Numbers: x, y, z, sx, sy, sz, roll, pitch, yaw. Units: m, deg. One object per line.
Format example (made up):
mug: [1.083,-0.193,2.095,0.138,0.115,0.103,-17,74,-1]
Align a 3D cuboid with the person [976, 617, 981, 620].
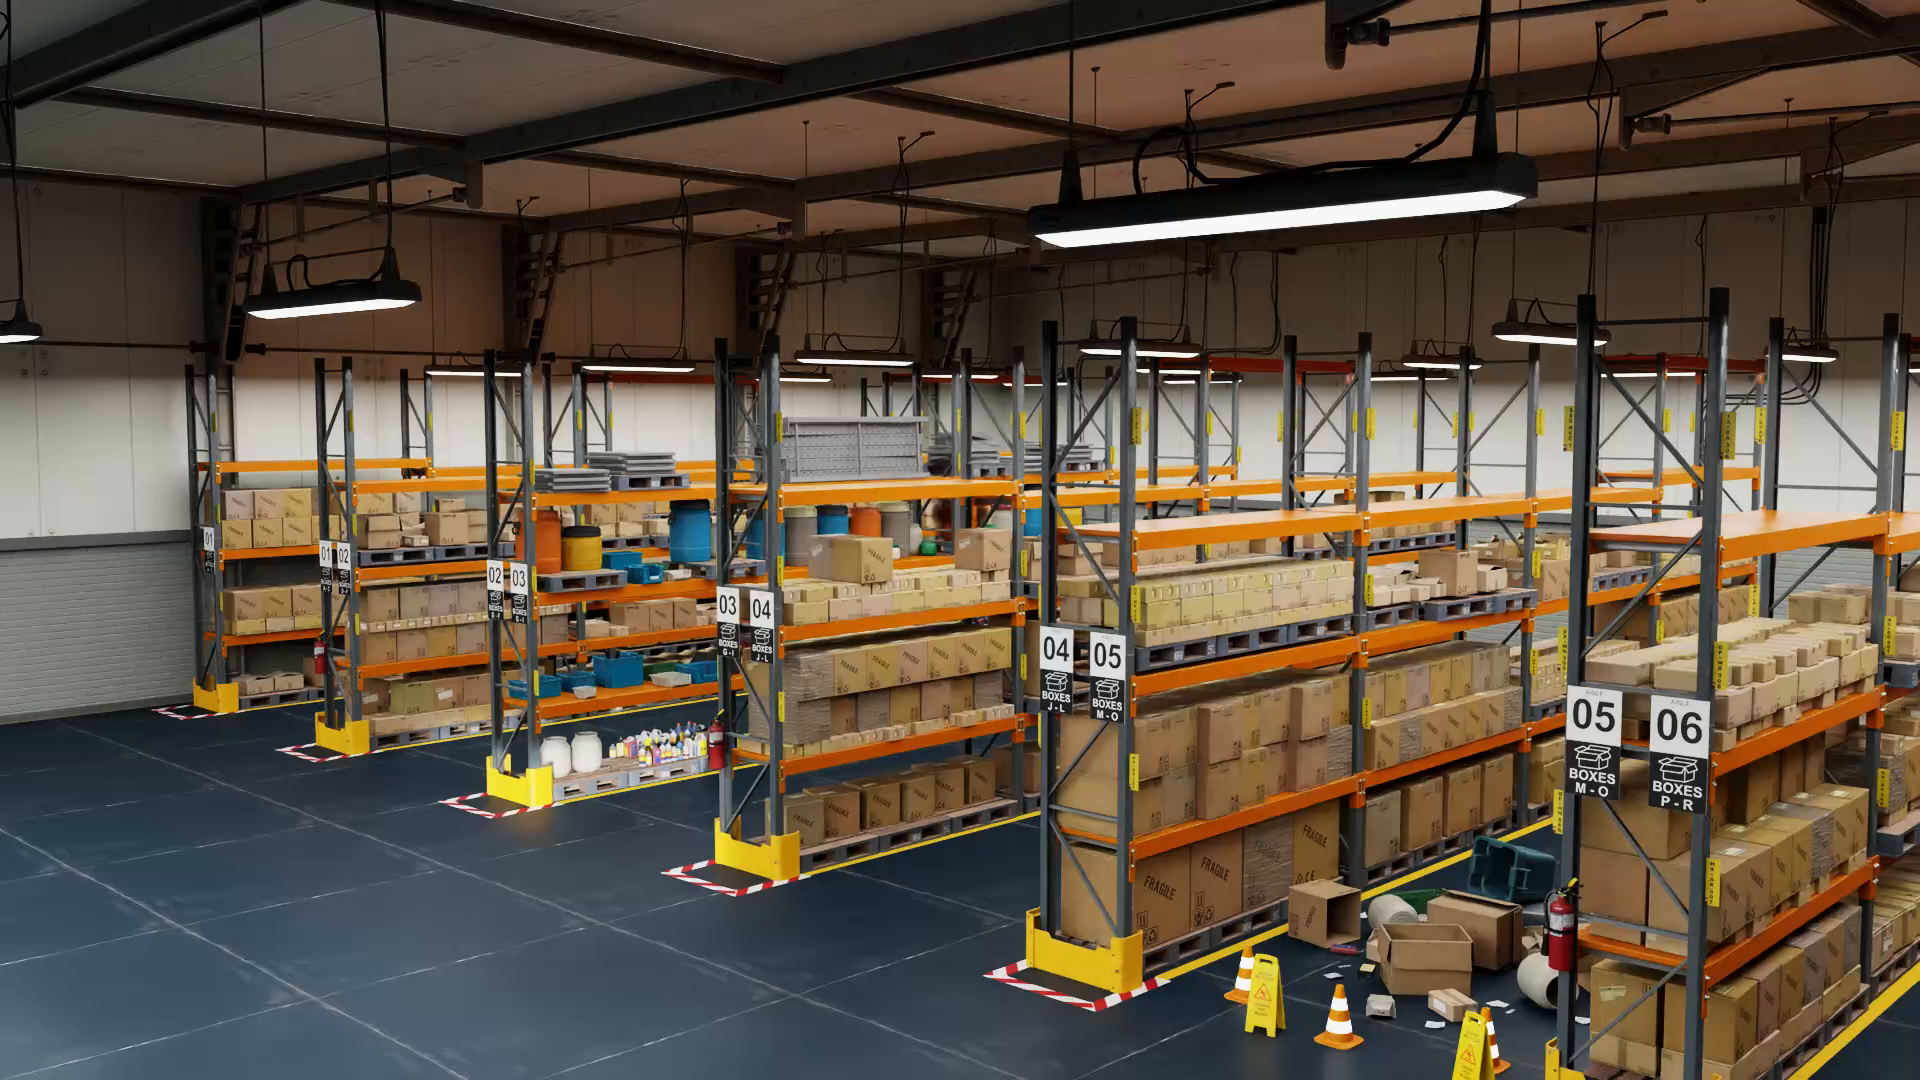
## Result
person: [0.457,1.171,40.390,0.600,1.754,0.513,-4,6,-39]

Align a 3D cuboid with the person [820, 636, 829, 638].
person: [-2.277,2.162,28.523,0.533,1.698,0.485,-2,5,-26]
